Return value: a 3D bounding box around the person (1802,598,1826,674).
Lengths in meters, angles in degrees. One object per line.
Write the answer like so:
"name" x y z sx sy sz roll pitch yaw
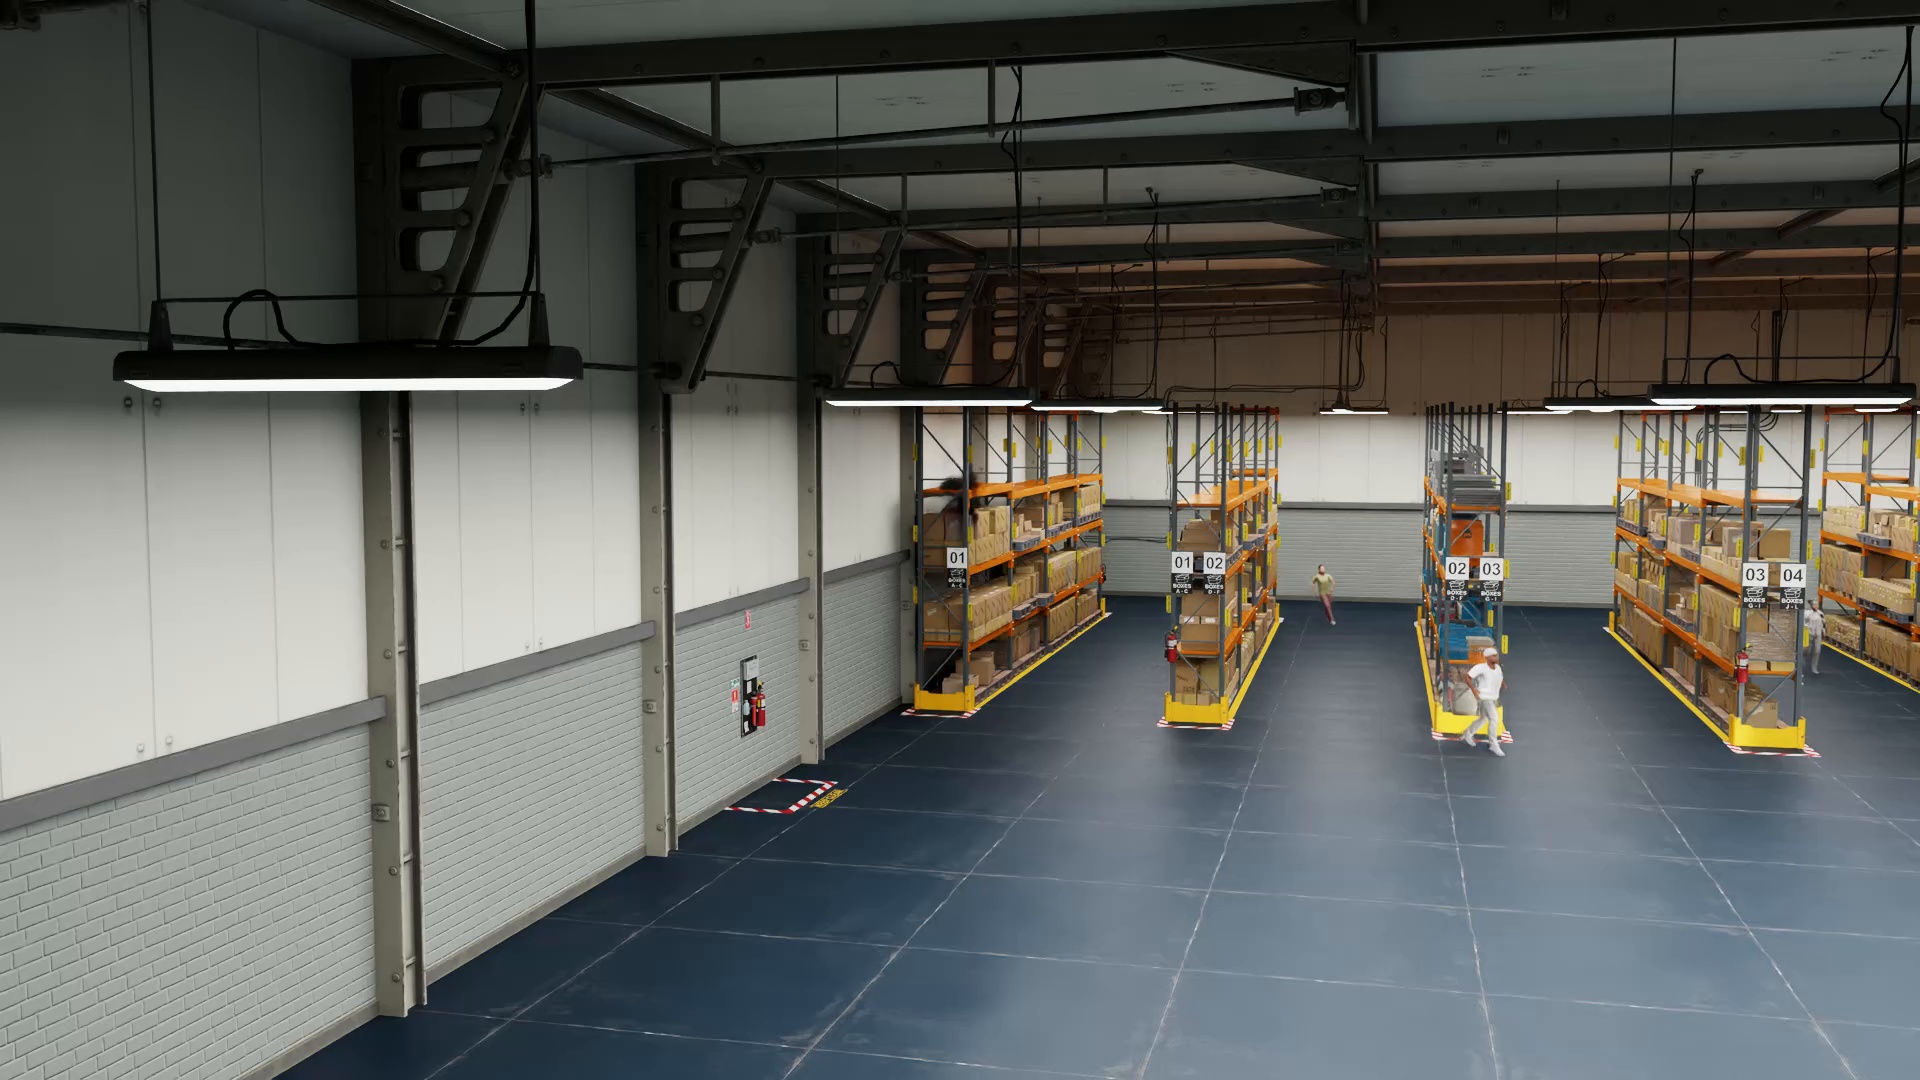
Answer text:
"person" 19.138 2.126 37.326 0.626 1.669 0.760 0 4 7

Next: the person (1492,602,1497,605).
"person" 15.243 1.337 47.599 0.561 1.736 0.662 2 5 28

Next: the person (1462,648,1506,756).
"person" 9.025 2.721 28.456 0.705 1.787 0.900 -4 6 -42

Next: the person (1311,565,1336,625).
"person" 10.070 1.499 46.008 0.635 1.622 0.930 -1 4 -7
